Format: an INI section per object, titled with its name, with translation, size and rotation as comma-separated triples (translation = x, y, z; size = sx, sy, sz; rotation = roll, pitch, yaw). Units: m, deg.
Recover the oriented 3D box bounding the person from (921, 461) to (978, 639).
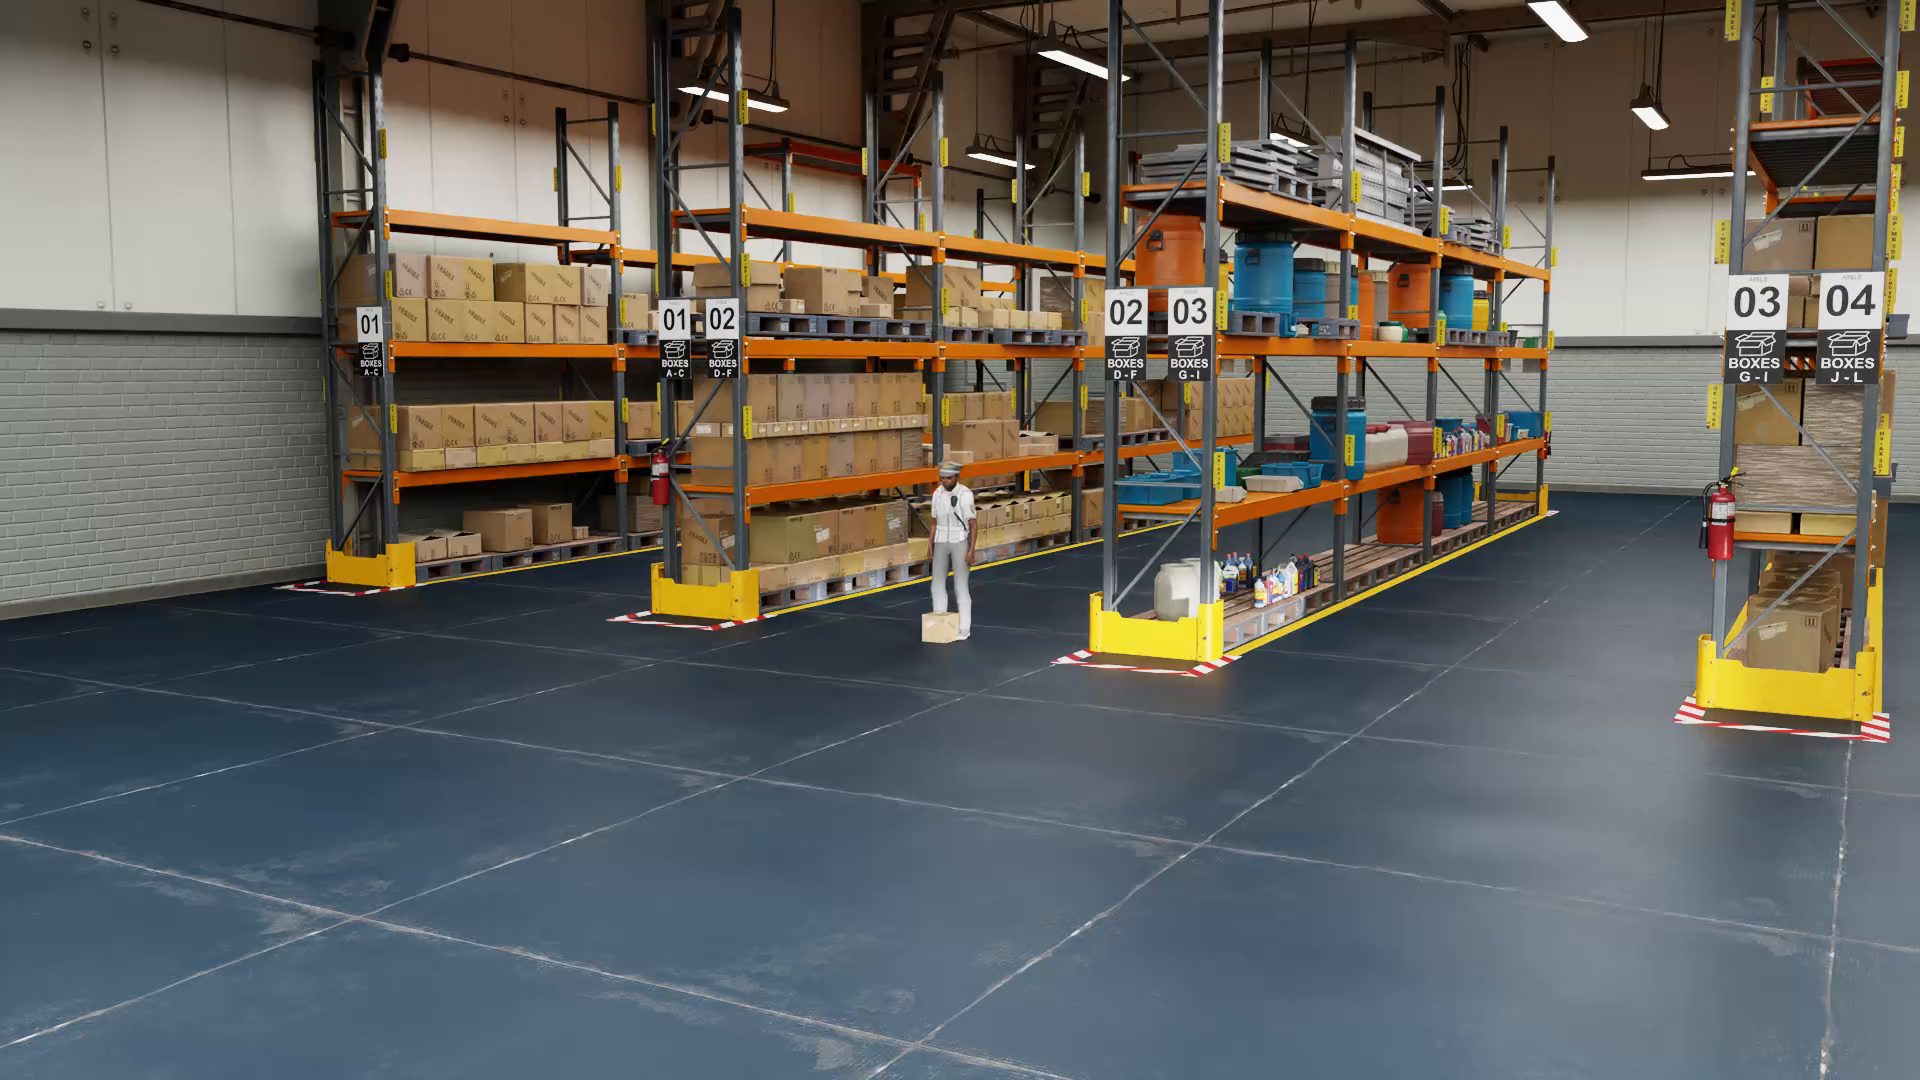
[person]
translation = -0.083, 0.087, 15.556
size = 0.512, 1.657, 0.399
rotation = 3, 7, 28
